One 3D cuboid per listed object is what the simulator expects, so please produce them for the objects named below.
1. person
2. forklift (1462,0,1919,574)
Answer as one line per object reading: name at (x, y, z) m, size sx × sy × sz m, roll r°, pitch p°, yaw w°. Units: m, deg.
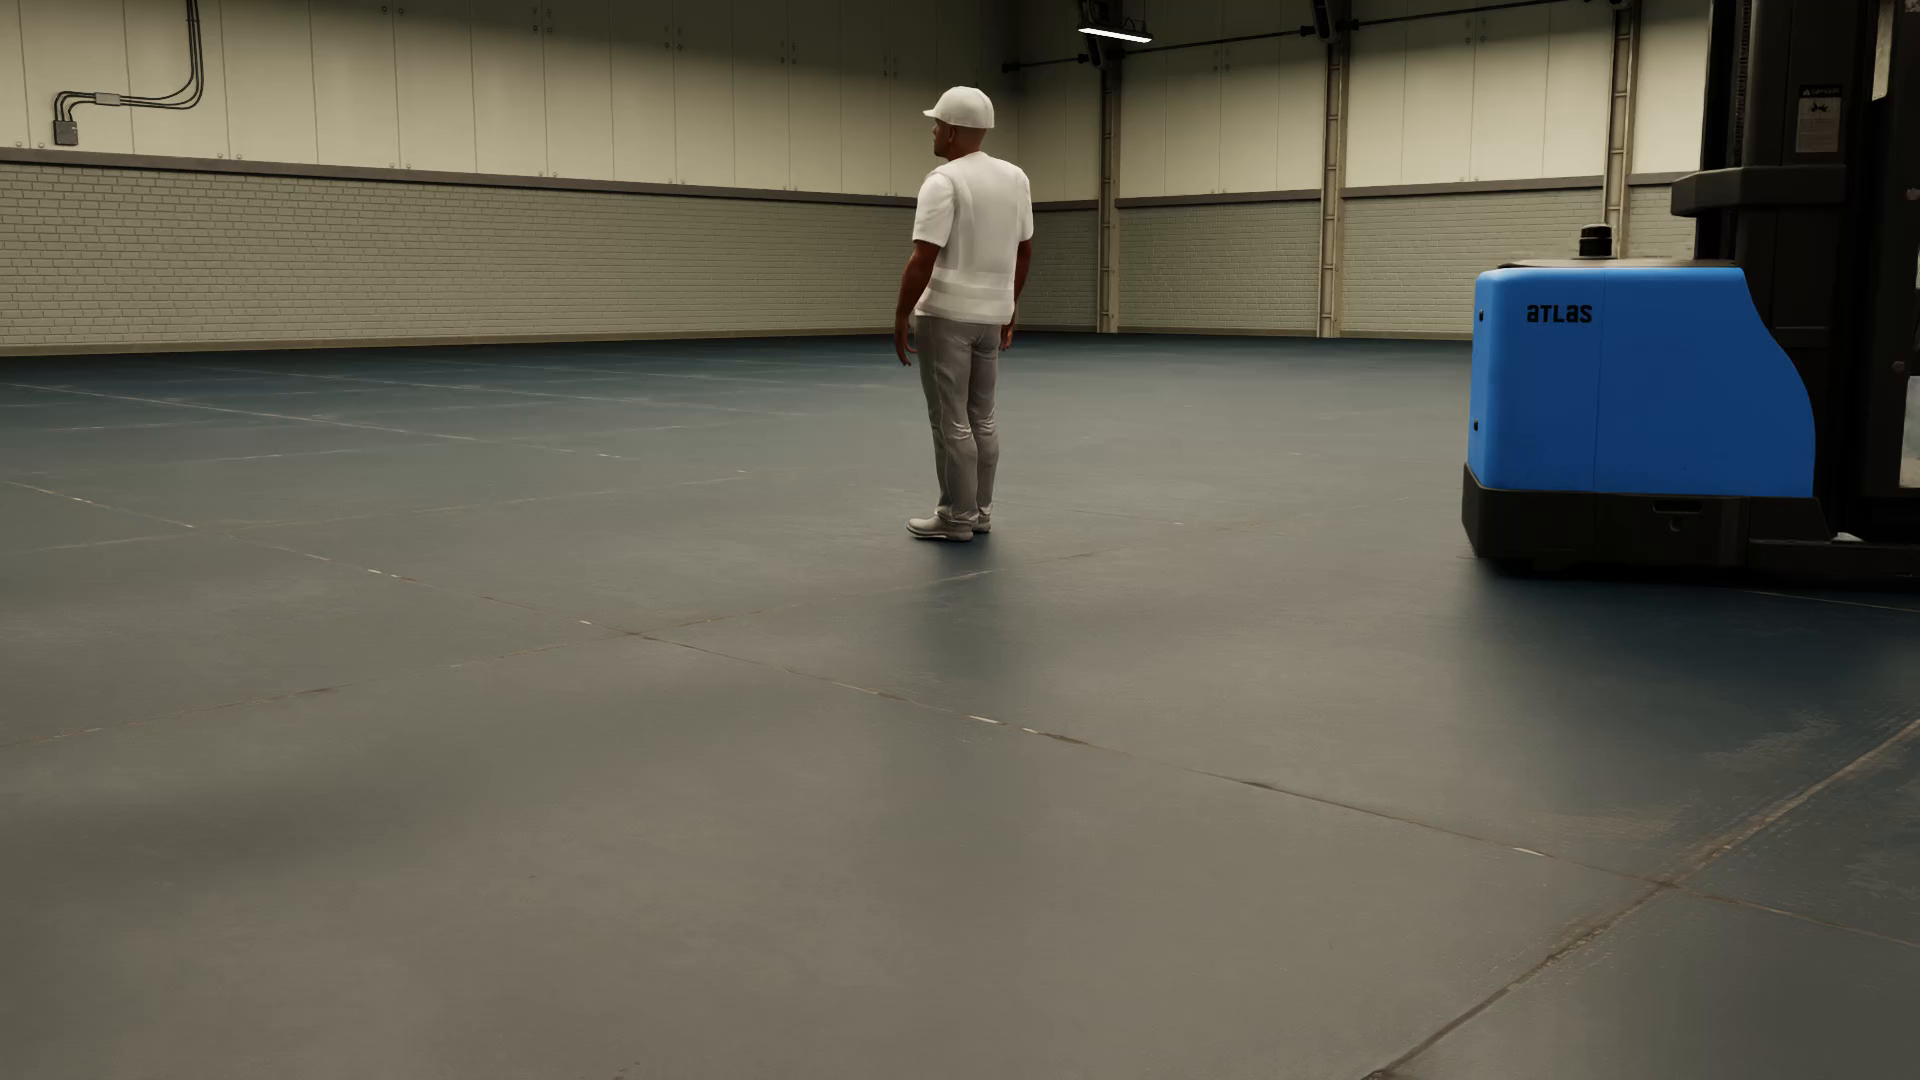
person at (-0.047, -0.888, 6.637) m, size 0.575 × 1.768 × 0.666 m, roll 8°, pitch 12°, yaw 43°
forklift at (3.409, -1.341, 5.779) m, size 3.031 × 2.935 × 1.130 m, roll 2°, pitch 9°, yaw 13°
